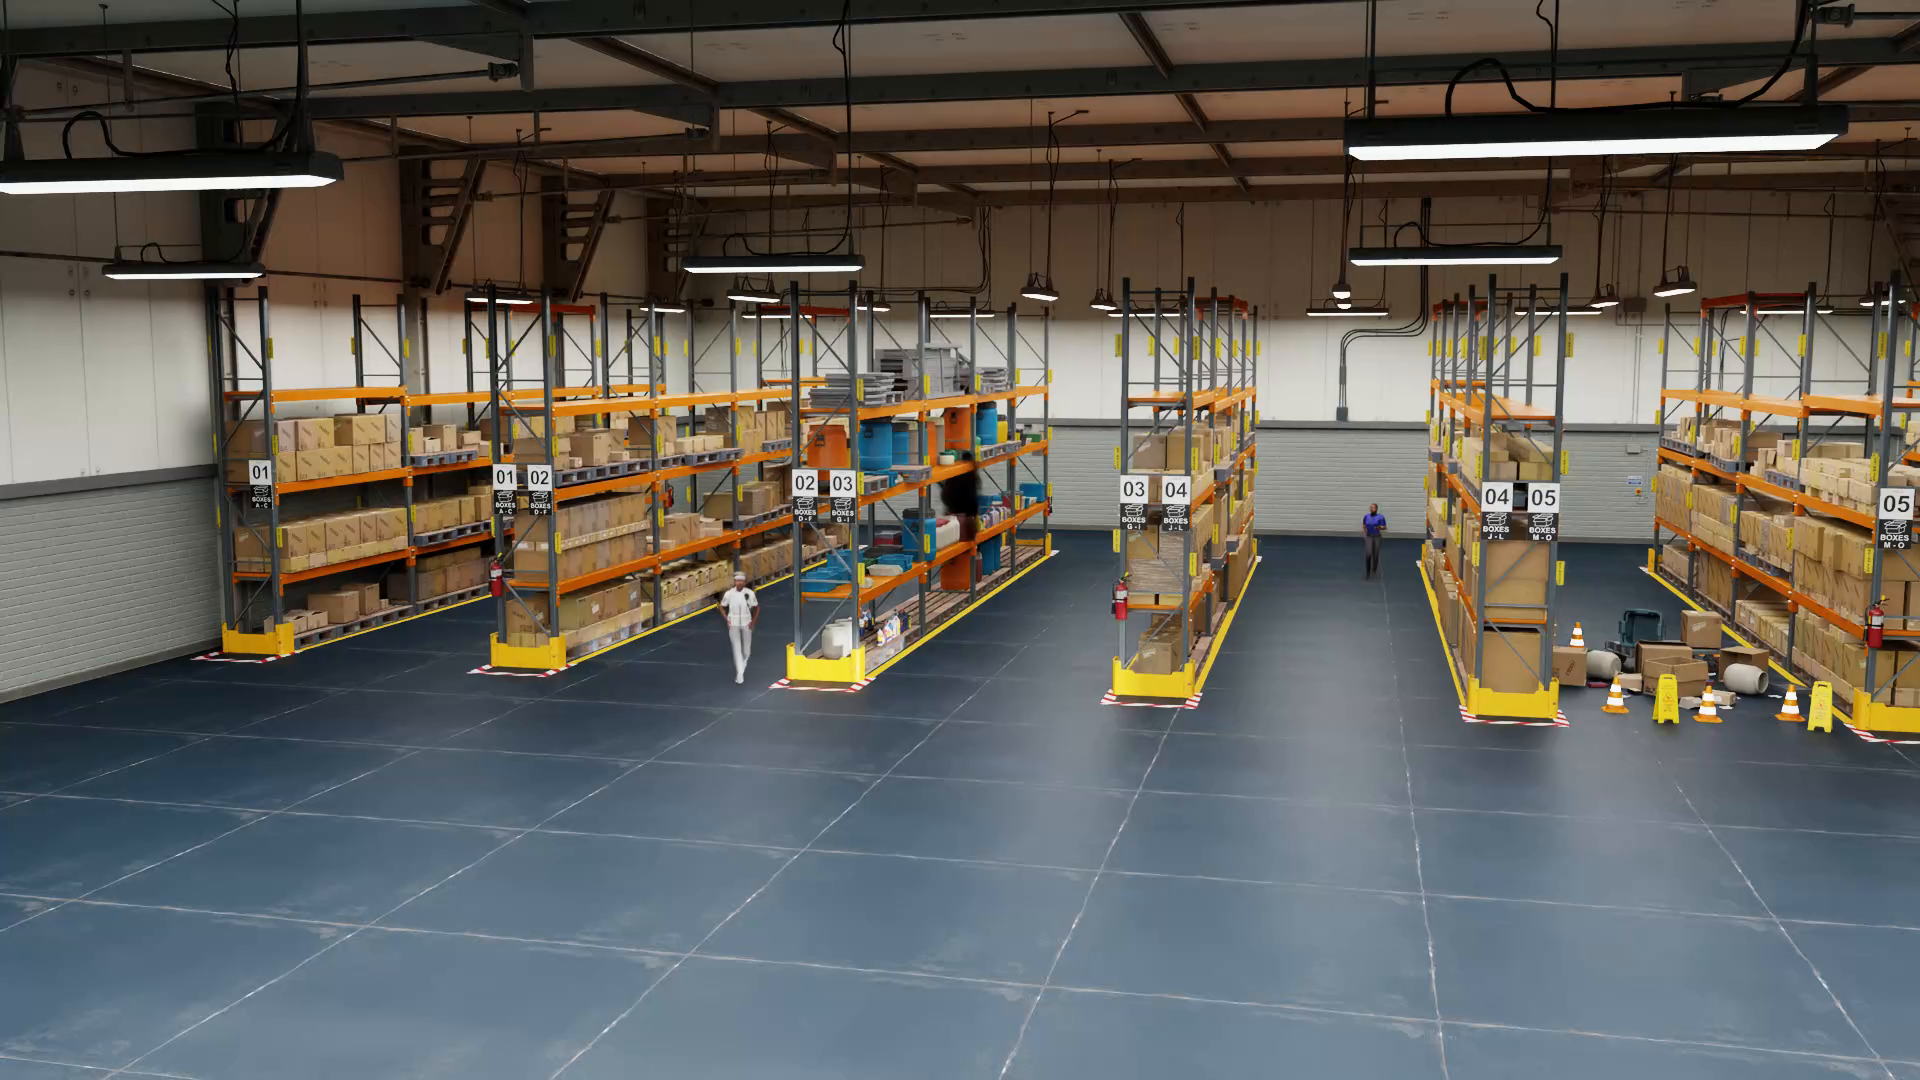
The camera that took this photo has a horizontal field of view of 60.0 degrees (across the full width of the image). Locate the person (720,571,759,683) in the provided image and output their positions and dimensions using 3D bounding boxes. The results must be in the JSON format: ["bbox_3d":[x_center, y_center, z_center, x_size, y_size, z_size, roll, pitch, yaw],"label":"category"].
[{"bbox_3d":[-3.347,1.290,25.272,0.594,1.675,0.668,-1,7,-12],"label":"person"}]

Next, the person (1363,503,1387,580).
[{"bbox_3d":[9.025,0.052,36.238,0.545,1.706,0.741,2,7,19],"label":"person"}]

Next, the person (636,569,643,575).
[{"bbox_3d":[-6.688,0.231,34.349,0.530,1.747,0.753,2,7,14],"label":"person"}]
